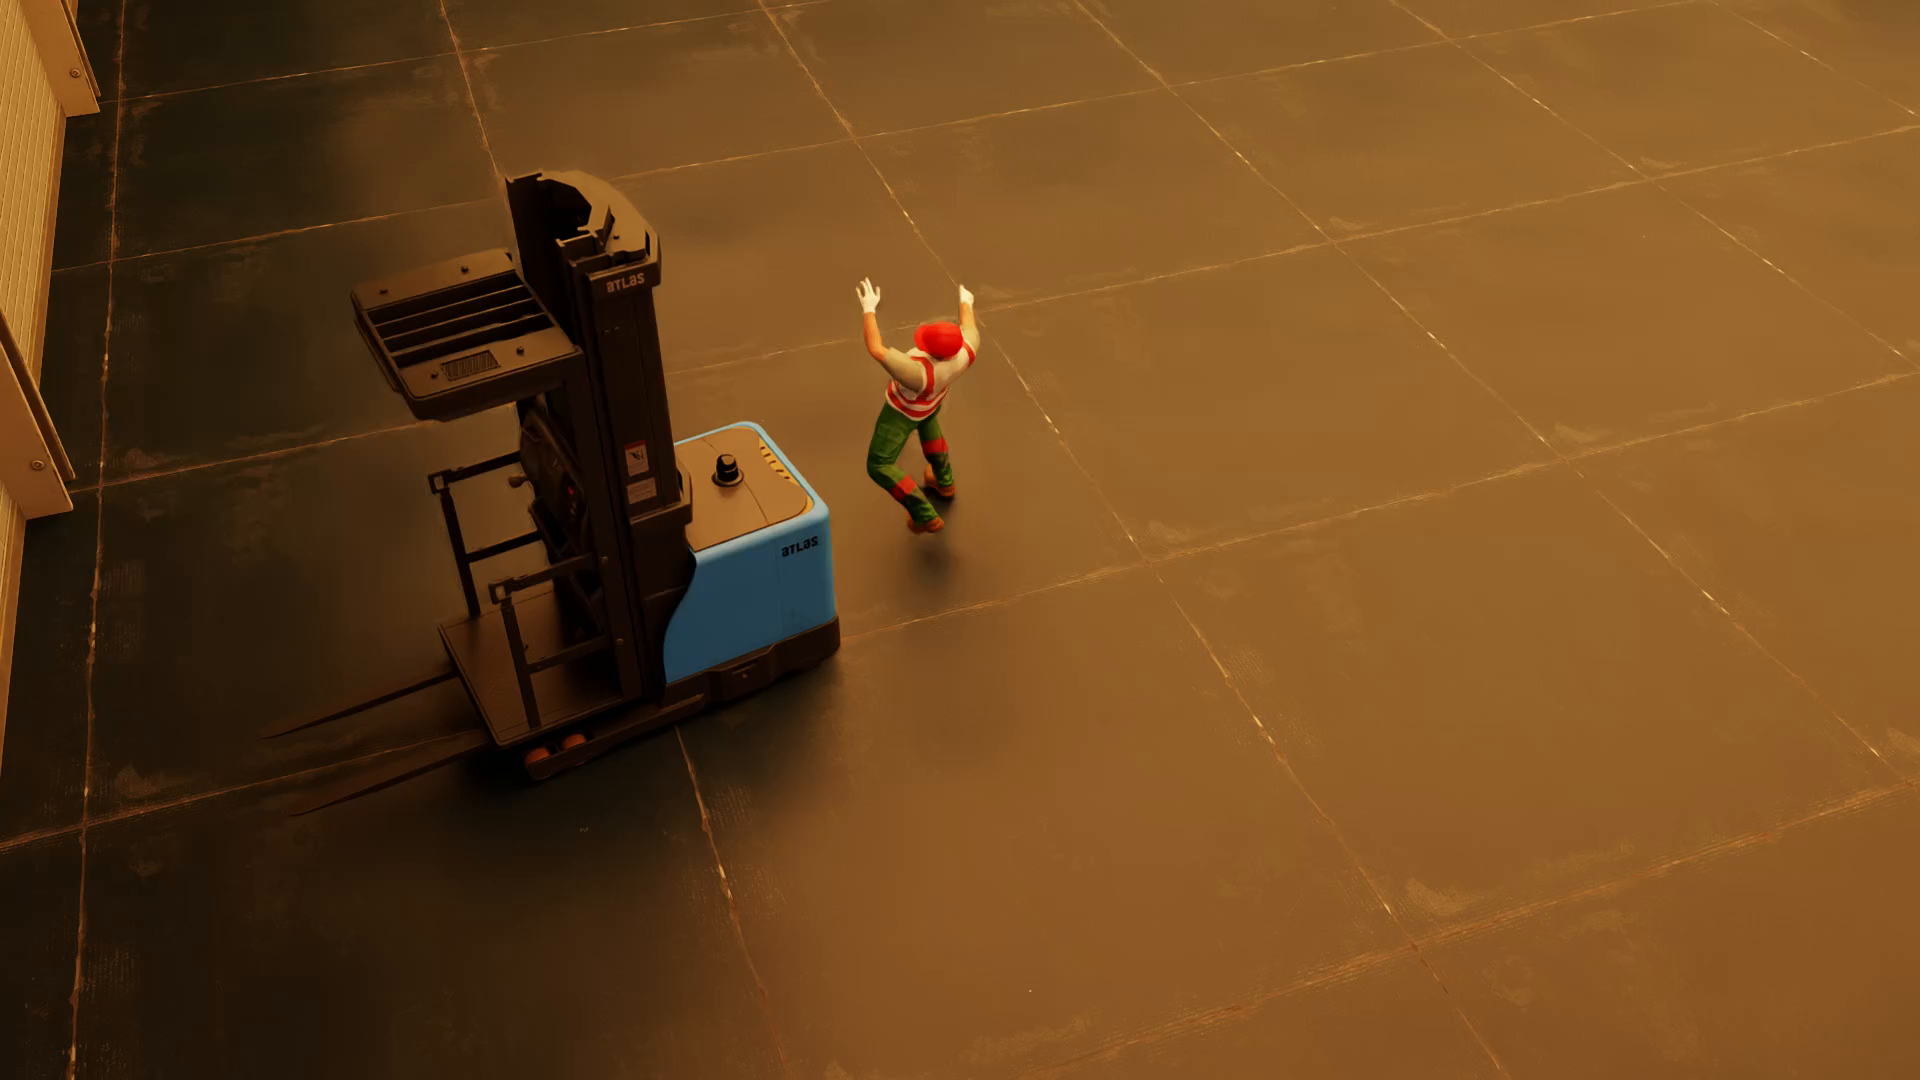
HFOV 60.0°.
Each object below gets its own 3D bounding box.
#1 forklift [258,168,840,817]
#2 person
[{"bbox_3d":[-2.213,-0.251,8.296,3.031,2.935,1.130,-21,44,-23],"label":"forklift"},{"bbox_3d":[-0.150,-0.924,10.133,0.739,1.555,1.102,21,44,23],"label":"person"}]
